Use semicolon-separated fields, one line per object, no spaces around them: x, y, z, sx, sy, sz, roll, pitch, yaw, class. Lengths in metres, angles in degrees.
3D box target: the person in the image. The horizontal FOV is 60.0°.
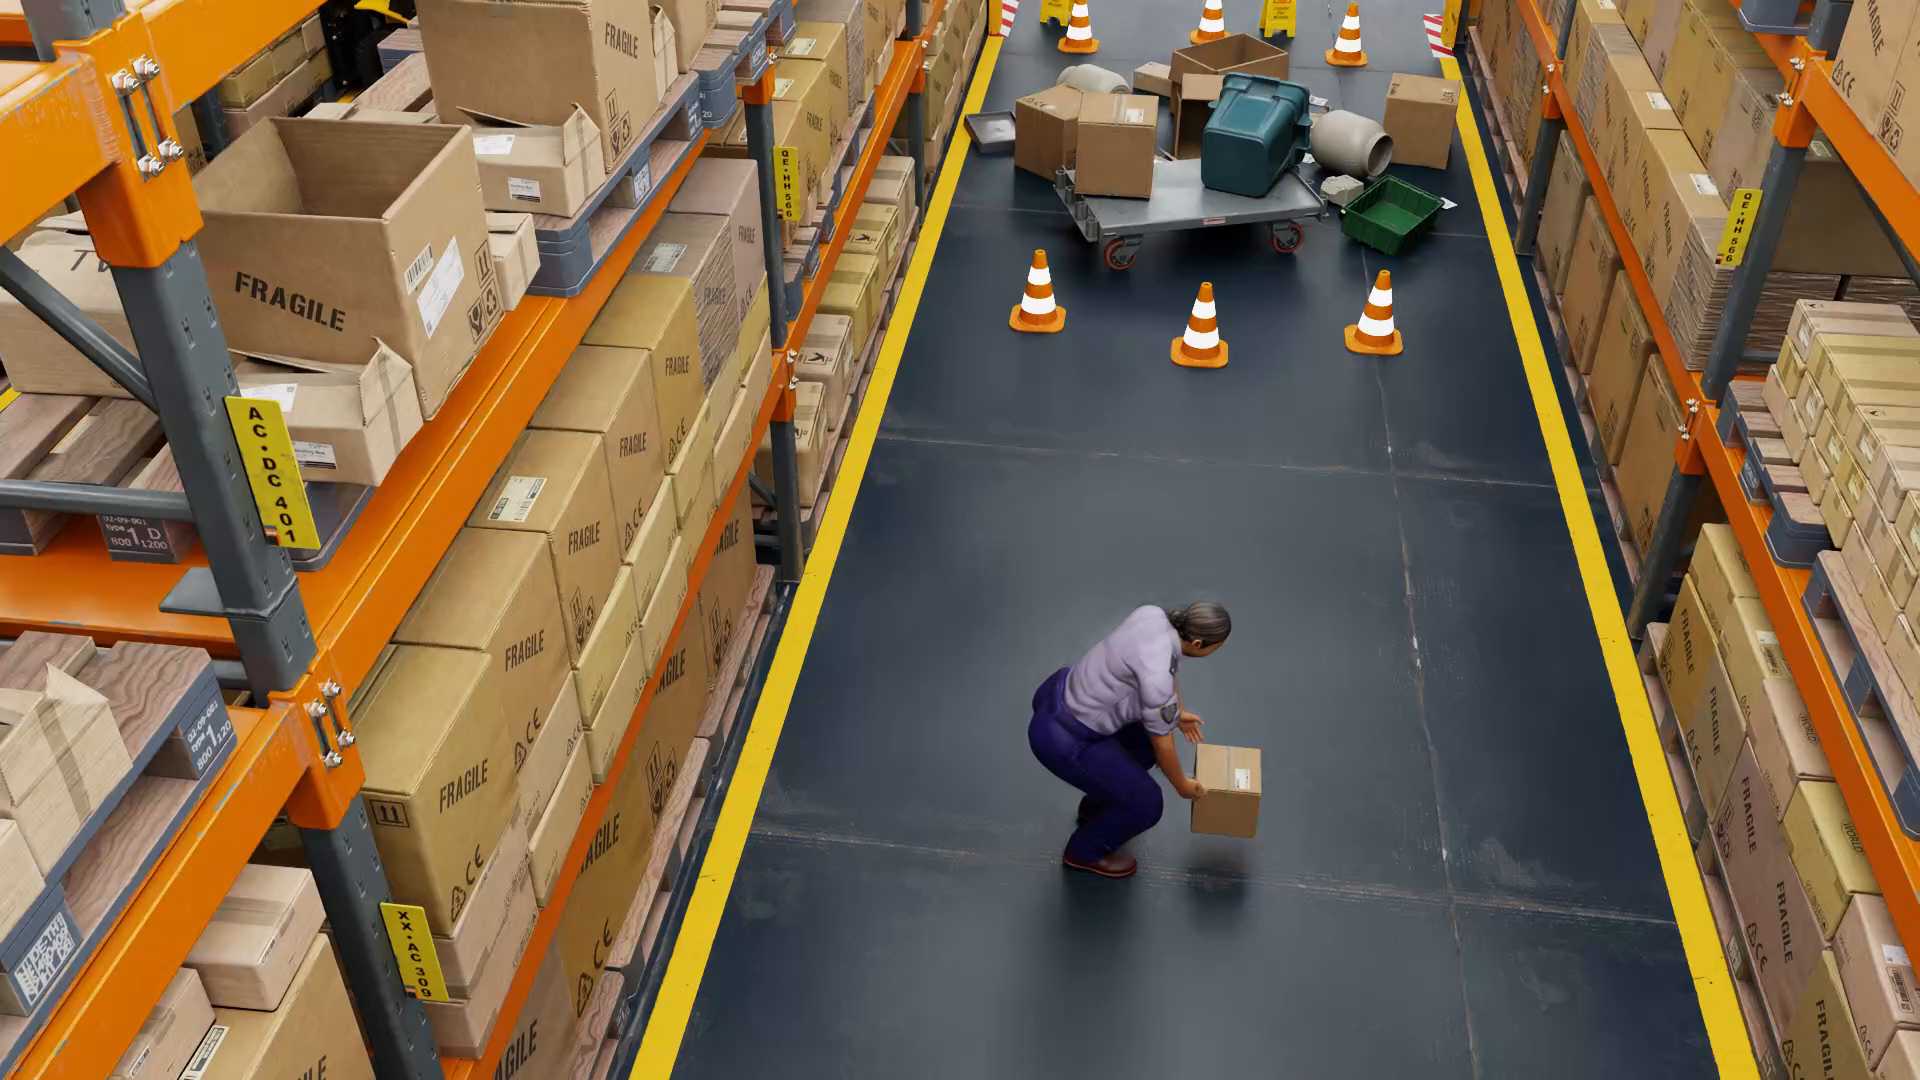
0.634;0.715;6.438;0.727;1.230;0.540;4;37;6;person
